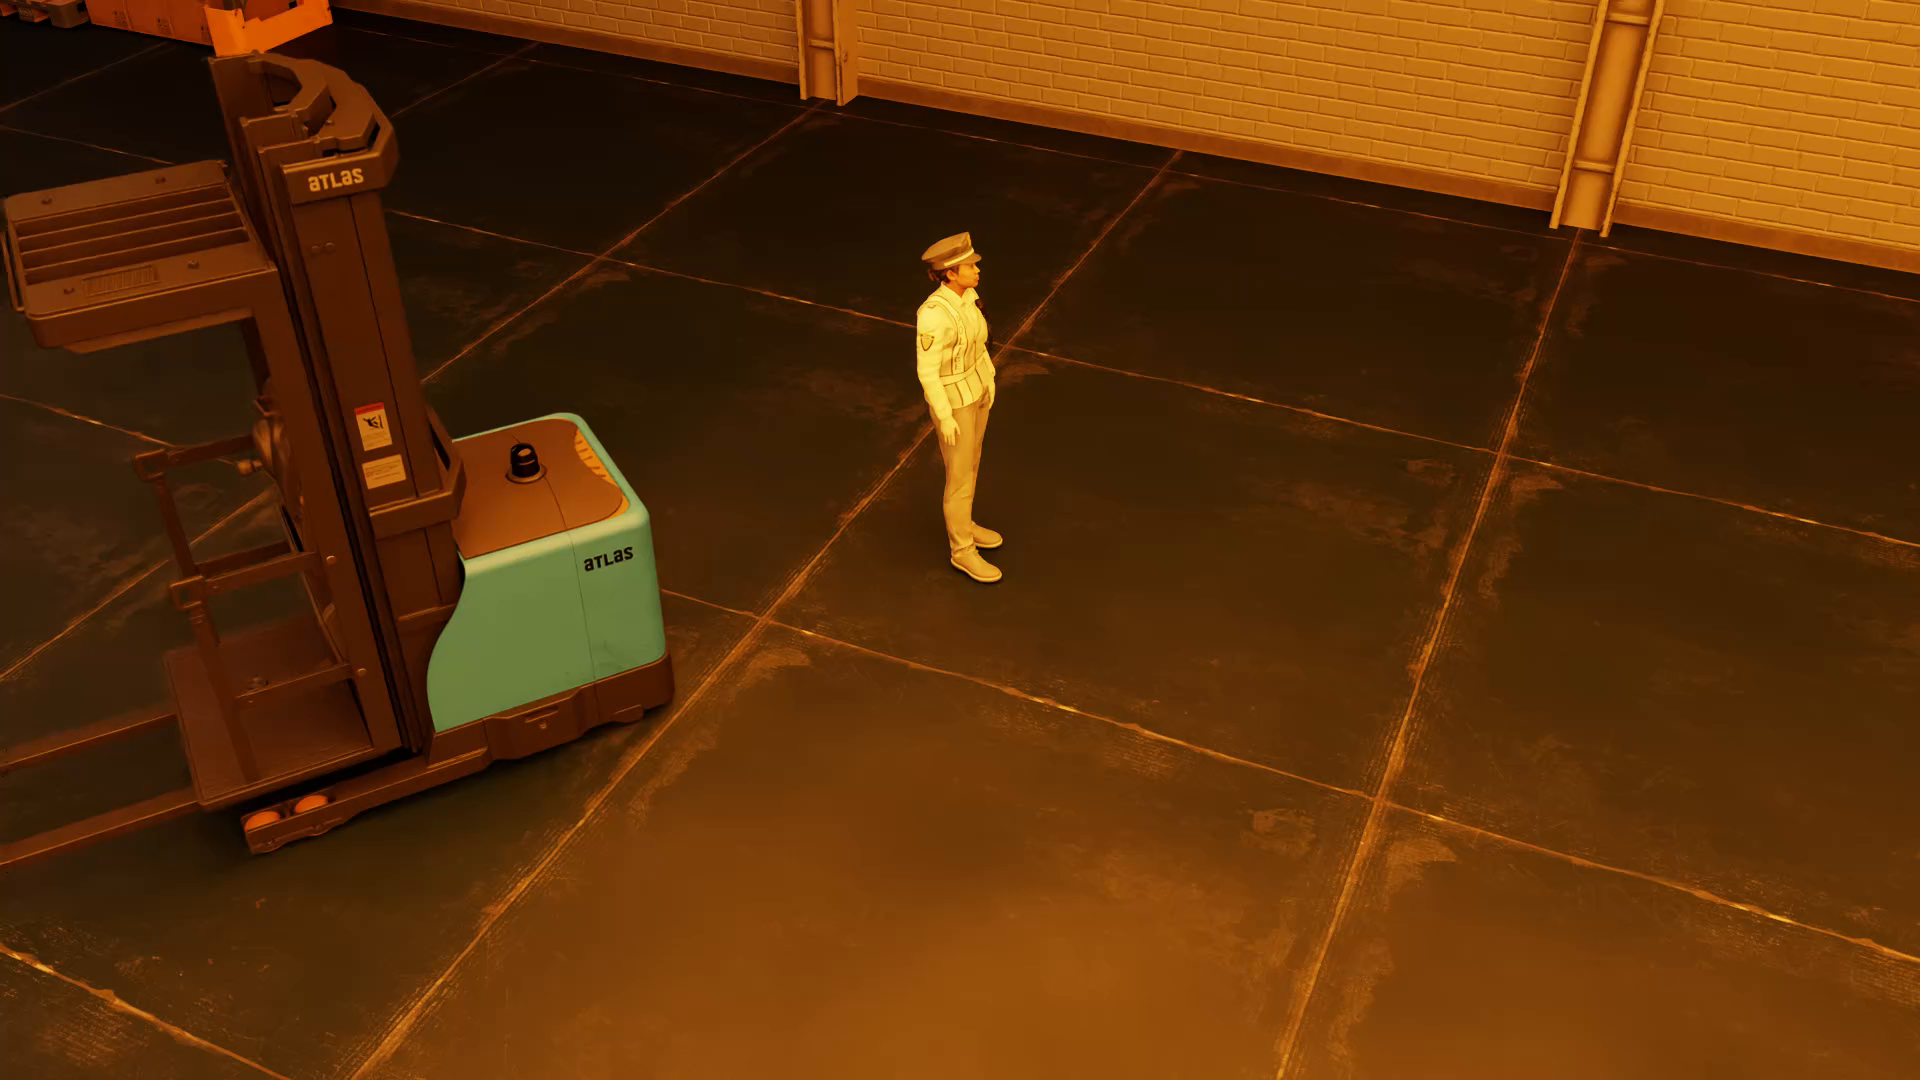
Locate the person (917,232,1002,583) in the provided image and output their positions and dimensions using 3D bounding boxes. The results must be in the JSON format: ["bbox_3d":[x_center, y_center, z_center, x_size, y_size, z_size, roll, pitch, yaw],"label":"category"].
[{"bbox_3d":[0.060,-0.675,8.086,0.530,1.694,0.587,15,38,20],"label":"person"}]

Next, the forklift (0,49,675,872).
[{"bbox_3d":[-2.832,-0.267,6.461,3.031,2.935,1.130,-18,39,-23],"label":"forklift"}]
